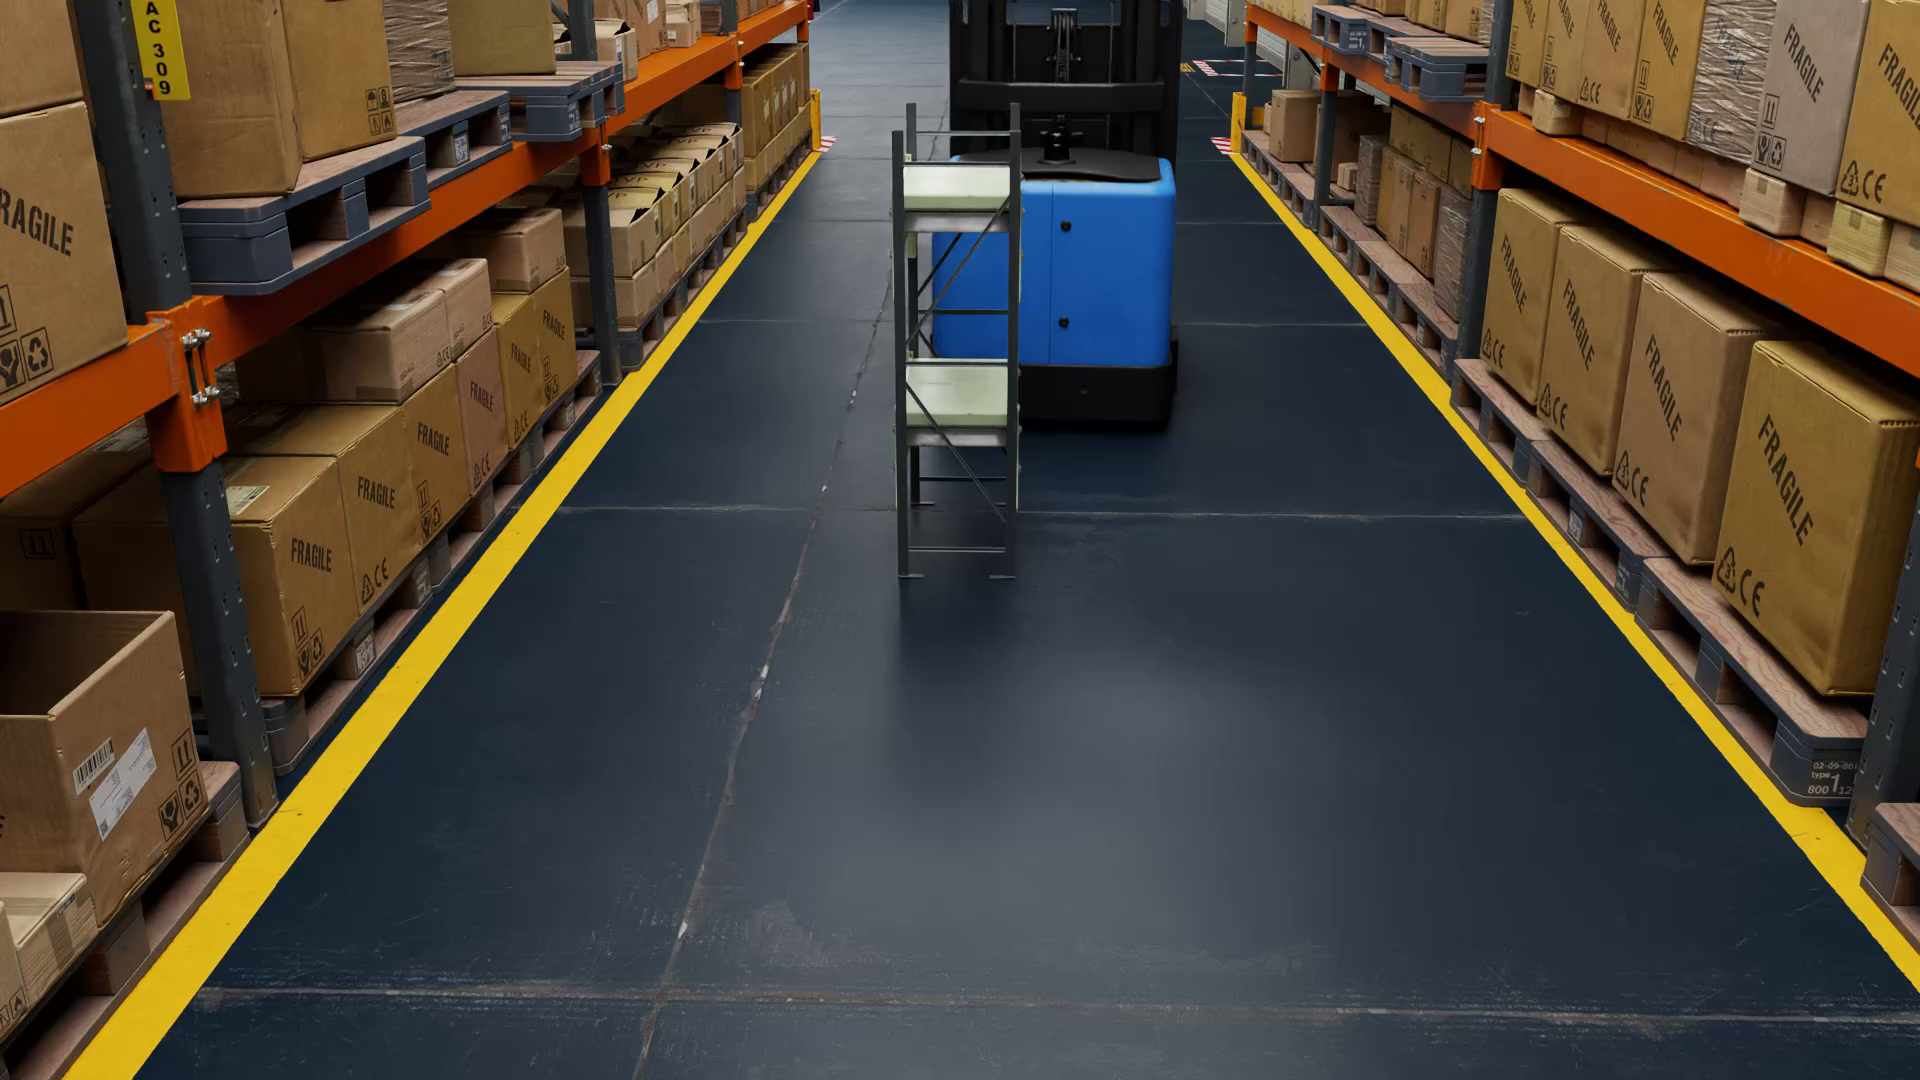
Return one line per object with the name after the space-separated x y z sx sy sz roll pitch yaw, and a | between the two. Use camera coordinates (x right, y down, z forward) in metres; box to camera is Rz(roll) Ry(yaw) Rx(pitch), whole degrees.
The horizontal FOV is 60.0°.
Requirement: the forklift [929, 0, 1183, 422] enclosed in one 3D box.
0.517 -2.366 8.076 1.130 2.935 3.031 2 21 5 | forklift

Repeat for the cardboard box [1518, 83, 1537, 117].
2.586 -1.866 7.011 0.380 0.149 0.250 0 21 1 | cardboard box

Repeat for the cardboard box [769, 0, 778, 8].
-1.919 -4.724 13.919 0.700 0.500 0.500 1 21 3 | cardboard box

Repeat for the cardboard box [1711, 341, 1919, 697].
2.596 -0.074 4.465 0.750 0.750 0.750 1 21 2 | cardboard box

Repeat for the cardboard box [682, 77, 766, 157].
-1.675 -3.018 11.843 0.500 0.500 0.500 1 21 2 | cardboard box

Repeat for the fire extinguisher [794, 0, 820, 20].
-1.413 -5.038 14.972 0.296 0.674 0.183 1 21 2 | fire extinguisher

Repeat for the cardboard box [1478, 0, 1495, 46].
2.832 -2.512 7.610 0.700 0.500 0.500 -2 21 -5 | cardboard box

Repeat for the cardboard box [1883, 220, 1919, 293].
2.433 -0.662 3.907 0.380 0.149 0.250 1 21 2 | cardboard box

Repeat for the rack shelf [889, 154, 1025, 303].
0.000 -1.065 5.623 0.431 0.370 0.720 1 21 2 | rack shelf

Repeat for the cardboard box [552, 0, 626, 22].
-2.089 -2.797 8.953 0.500 0.500 0.500 0 21 -1 | cardboard box

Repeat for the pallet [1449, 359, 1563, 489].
2.728 -0.506 7.042 1.003 0.211 1.213 1 21 2 | pallet

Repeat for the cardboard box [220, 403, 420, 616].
-1.982 -0.102 4.993 0.500 0.500 0.500 1 21 2 | cardboard box

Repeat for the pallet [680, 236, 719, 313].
-2.020 -1.581 9.811 1.003 0.211 1.213 1 21 2 | pallet

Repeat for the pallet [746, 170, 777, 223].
-1.936 -2.577 12.378 1.003 0.211 1.213 1 21 2 | pallet

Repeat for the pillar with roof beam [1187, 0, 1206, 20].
0.159 -14.073 29.858 9.100 9.000 0.400 1 21 2 | pillar with roof beam

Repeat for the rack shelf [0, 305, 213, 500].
-2.306 0.361 1.946 1.077 0.370 4.000 1 21 2 | rack shelf

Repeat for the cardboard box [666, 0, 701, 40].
-1.974 -3.341 10.701 0.500 0.250 0.500 2 21 5 | cardboard box

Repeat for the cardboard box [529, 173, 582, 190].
-2.327 -1.881 9.176 0.500 0.311 0.500 0 21 1 | cardboard box

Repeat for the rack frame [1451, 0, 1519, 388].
2.828 -2.090 7.270 1.000 3.000 0.127 1 21 2 | rack frame

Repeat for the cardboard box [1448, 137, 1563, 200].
2.877 -1.946 8.708 0.500 0.250 0.500 1 21 3 | cardboard box

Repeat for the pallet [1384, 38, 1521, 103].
2.743 -2.260 7.971 1.213 0.211 1.003 1 21 2 | pallet

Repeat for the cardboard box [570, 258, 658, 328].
-1.815 -1.244 8.308 0.500 0.250 0.500 1 21 1 | cardboard box

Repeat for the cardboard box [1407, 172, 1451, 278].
2.916 -1.756 9.255 0.700 0.500 0.500 1 21 1 | cardboard box

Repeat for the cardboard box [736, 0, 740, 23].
-1.986 -3.988 12.021 0.700 0.500 0.500 0 21 1 | cardboard box

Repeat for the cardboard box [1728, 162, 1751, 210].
2.493 -1.030 4.857 0.380 0.149 0.250 1 21 2 | cardboard box

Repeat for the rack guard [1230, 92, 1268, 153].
3.069 -3.790 15.106 1.175 0.500 0.348 1 21 2 | rack guard

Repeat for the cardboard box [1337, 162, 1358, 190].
2.935 -2.615 11.929 0.380 0.166 0.250 -2 21 -5 | cardboard box

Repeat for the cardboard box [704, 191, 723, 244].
-1.757 -1.983 10.213 0.500 0.250 0.500 1 21 3 | cardboard box

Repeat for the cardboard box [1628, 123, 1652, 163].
2.575 -1.401 5.812 0.380 0.149 0.250 1 21 2 | cardboard box

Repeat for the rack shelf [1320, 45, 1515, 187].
2.888 -2.478 9.264 1.077 0.370 4.000 1 21 2 | rack shelf

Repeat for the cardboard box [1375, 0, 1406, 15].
2.875 -3.403 9.906 0.700 0.500 0.500 3 21 7 | cardboard box

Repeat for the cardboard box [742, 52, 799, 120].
-1.615 -3.741 13.707 0.500 0.500 0.500 1 21 2 | cardboard box

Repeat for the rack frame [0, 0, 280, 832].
-2.246 -0.697 3.679 1.000 3.000 0.127 1 21 2 | rack frame

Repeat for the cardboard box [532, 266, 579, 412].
-1.918 -0.843 6.901 0.500 0.500 0.500 1 21 4 | cardboard box

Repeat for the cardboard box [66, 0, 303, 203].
-2.008 -1.108 4.020 0.700 0.500 0.500 -7 22 -17 | cardboard box

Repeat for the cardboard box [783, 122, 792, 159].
-1.635 -3.210 13.377 0.500 0.250 0.500 1 21 2 | cardboard box

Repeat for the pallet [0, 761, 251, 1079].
-2.267 0.851 3.544 1.003 0.211 1.213 1 21 2 | pallet

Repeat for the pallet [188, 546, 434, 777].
-2.259 0.308 4.943 1.003 0.211 1.213 1 21 2 | pallet

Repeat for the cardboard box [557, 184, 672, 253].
-1.807 -1.695 8.696 0.500 0.311 0.500 0 21 0 | cardboard box

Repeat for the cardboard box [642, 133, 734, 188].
-1.738 -2.427 10.584 0.500 0.311 0.500 1 21 3 | cardboard box

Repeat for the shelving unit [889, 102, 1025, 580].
0.000 -0.702 5.764 0.431 1.500 0.755 1 21 2 | shelving unit

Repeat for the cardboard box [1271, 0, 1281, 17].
2.698 -4.195 12.872 0.500 0.250 0.500 1 21 2 | cardboard box

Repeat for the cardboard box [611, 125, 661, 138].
-2.264 -2.618 11.076 0.500 0.311 0.500 1 21 2 | cardboard box

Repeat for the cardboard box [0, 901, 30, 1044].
-2.002 0.831 2.848 0.500 0.311 0.500 1 21 2 | cardboard box

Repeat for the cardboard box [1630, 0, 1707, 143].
2.507 -1.555 5.313 0.500 0.500 0.500 1 21 3 | cardboard box
